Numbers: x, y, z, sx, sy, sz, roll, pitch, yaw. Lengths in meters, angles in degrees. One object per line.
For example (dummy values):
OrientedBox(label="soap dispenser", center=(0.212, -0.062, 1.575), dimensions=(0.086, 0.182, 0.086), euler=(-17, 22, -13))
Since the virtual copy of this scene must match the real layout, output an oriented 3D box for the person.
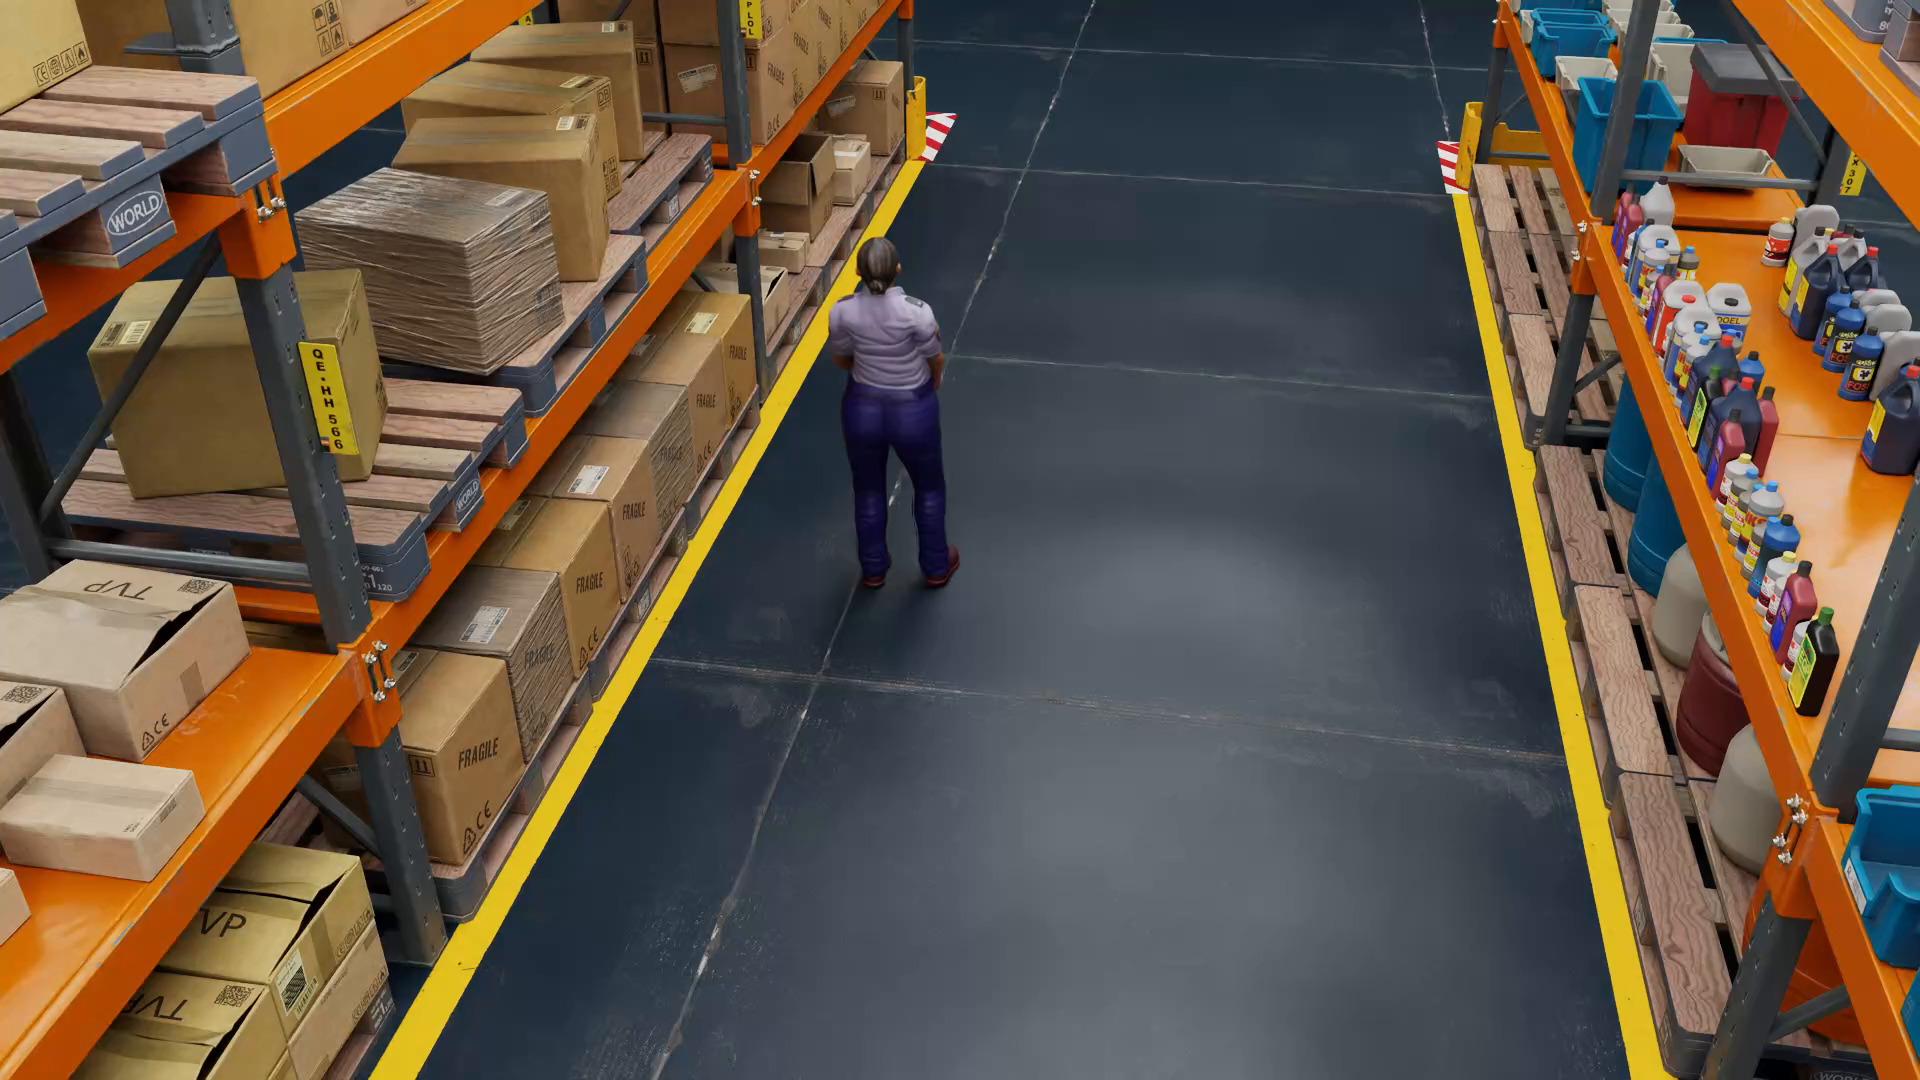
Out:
OrientedBox(label="person", center=(-0.270, -0.544, 7.000), dimensions=(0.507, 1.649, 0.486), euler=(5, 33, 8))
